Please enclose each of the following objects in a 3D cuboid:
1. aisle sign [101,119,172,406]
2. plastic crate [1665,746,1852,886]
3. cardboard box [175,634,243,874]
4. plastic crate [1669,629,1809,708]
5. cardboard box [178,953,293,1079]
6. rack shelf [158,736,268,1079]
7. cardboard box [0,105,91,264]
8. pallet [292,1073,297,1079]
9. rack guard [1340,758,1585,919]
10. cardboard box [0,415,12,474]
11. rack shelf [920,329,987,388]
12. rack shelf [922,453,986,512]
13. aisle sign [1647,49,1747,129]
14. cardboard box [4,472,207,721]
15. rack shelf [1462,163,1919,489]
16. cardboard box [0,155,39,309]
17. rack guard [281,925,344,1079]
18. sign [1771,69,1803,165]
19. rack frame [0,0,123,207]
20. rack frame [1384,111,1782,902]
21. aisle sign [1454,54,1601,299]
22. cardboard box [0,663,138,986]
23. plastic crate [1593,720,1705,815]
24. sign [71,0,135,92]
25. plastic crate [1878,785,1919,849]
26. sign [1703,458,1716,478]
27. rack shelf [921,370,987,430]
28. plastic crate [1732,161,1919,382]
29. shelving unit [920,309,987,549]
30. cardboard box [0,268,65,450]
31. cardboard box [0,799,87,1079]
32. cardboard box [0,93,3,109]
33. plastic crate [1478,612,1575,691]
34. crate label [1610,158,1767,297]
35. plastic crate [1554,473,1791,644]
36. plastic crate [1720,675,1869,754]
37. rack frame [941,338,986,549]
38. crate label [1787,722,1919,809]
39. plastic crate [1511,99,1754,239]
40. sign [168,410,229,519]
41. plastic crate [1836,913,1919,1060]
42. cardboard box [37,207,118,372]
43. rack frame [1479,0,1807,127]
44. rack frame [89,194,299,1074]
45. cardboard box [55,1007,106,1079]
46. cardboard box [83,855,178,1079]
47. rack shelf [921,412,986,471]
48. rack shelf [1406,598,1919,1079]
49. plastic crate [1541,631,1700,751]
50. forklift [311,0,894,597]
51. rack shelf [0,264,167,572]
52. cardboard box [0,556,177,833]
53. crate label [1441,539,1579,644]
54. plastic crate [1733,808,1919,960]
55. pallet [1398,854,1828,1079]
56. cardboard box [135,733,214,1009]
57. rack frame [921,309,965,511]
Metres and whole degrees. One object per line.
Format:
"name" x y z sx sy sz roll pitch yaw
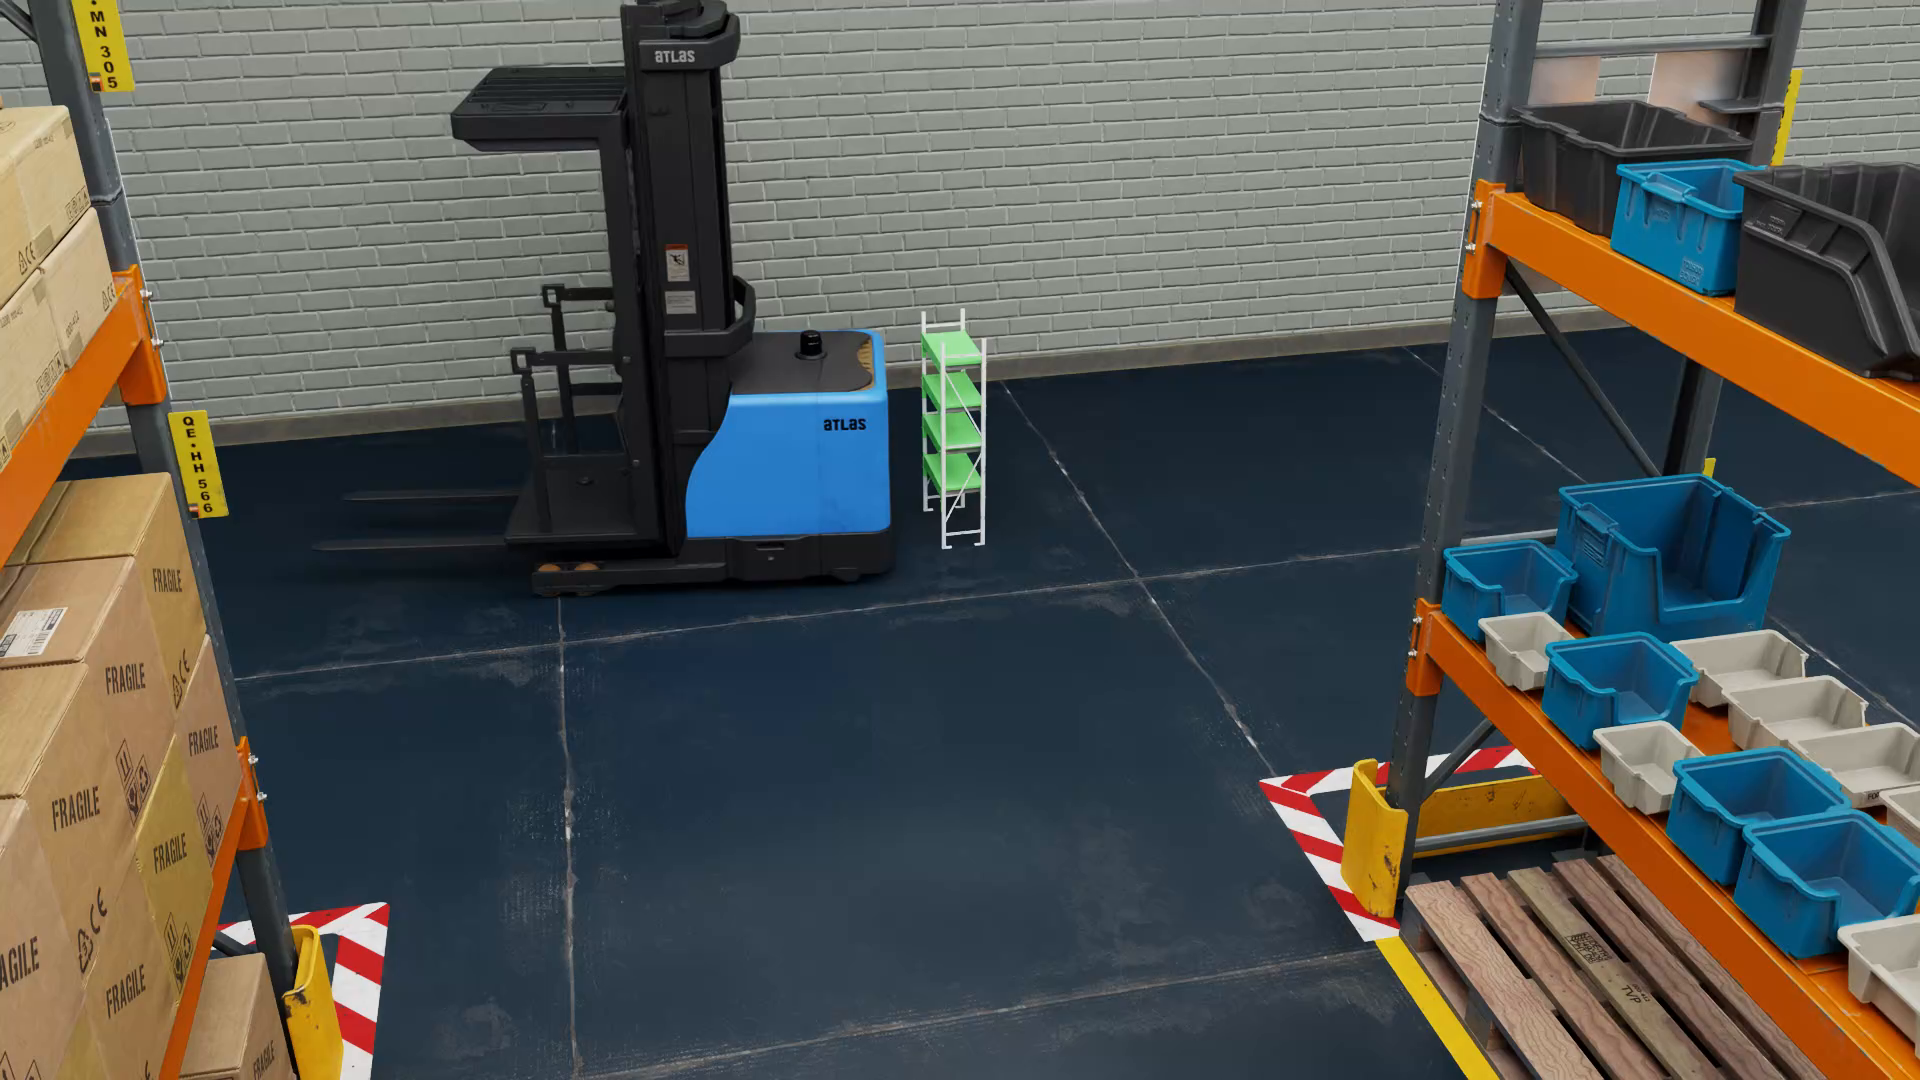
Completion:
"aisle sign" -2.416 -0.727 4.477 0.394 0.787 0.004 -6 27 -12
"plastic crate" 2.159 0.761 4.533 0.416 0.233 0.300 -6 27 -12
"cardboard box" -2.333 0.619 4.585 0.500 0.500 0.500 -5 27 -10
"plastic crate" 2.488 0.423 5.308 0.396 0.136 0.243 -6 27 -12
"cardboard box" -2.337 1.627 4.983 0.500 0.500 0.500 -6 27 -12
"rack shelf" -2.248 1.693 3.365 1.077 0.370 4.000 -6 27 -12
"cardboard box" -2.335 -0.801 3.792 0.500 0.250 0.500 -6 27 -12
"pallet" -2.501 2.122 4.811 1.003 0.211 1.213 -6 27 -12
"rack guard" 2.110 1.100 6.517 1.175 0.500 0.348 -6 27 -12
"cardboard box" -2.099 -0.140 3.037 0.500 0.250 0.500 -6 27 -12
"rack shelf" -0.037 -0.980 8.936 0.258 0.148 0.480 -6 27 -12
"rack shelf" -0.037 -0.337 9.261 0.258 0.148 0.480 -6 27 -12
"aisle sign" 2.397 -1.229 5.471 0.394 0.787 0.004 -6 27 -12
"cardboard box" -2.331 0.171 4.362 0.500 0.500 0.500 -6 27 -12
"rack shelf" 2.578 -0.147 3.682 1.077 0.370 4.000 -6 27 -12
"cardboard box" -2.222 -0.582 3.357 0.500 0.250 0.500 -6 27 -12
"rack guard" -2.682 1.643 5.439 1.175 0.500 0.348 -6 27 -12
"sign" 2.660 -1.363 5.408 0.100 0.325 0.005 -6 27 -12
"rack frame" -2.699 -2.184 3.590 1.000 3.000 0.127 -6 27 -12
"rack frame" 2.128 -0.007 5.935 1.000 3.000 0.127 -6 27 -12
"aisle sign" 1.822 -1.169 5.352 0.394 0.787 0.004 -6 27 -12
"cardboard box" -2.095 0.619 3.473 0.500 0.500 0.500 -5 27 -10
"plastic crate" 2.007 0.673 4.815 0.250 0.136 0.298 -6 27 -12
"sign" -2.154 -1.288 4.161 0.100 0.325 0.005 -6 27 -12
"plastic crate" 2.710 0.800 4.562 0.298 0.136 0.250 -6 27 -12
"sign" 2.660 -0.143 6.023 0.100 0.325 0.005 -6 27 -12
"rack shelf" -0.037 -0.766 9.044 0.258 0.148 0.480 -6 27 -12
"plastic crate" 2.204 -0.620 3.889 0.504 0.338 0.767 -6 27 -12
"shelving unit" -0.037 -0.608 9.124 0.258 1.200 0.503 -6 27 -12
"cardboard box" -2.224 -0.359 3.469 0.500 0.250 0.500 -6 27 -12
"cardboard box" -1.979 0.845 3.026 0.500 0.500 0.500 -5 27 -10
"cardboard box" -2.567 -1.112 3.575 0.700 0.500 0.500 -6 27 -12
"plastic crate" 1.854 0.375 5.405 0.250 0.136 0.298 -6 27 -12
"crate label" 2.021 -0.842 4.425 0.408 0.251 0.502 -6 27 -12
"plastic crate" 2.385 0.078 5.660 0.616 0.435 0.499 -6 27 -12
"plastic crate" 2.539 0.552 5.053 0.396 0.136 0.243 -6 27 -12
"rack frame" 0.018 -0.501 8.911 0.240 1.200 0.015 -6 27 -12
"crate label" 2.626 0.672 4.816 0.396 0.136 0.243 -6 27 -12
"plastic crate" 1.943 -1.091 4.898 0.497 0.269 0.590 -6 27 -12
"sign" -2.154 -0.211 4.704 0.100 0.325 0.005 -6 27 -12
"plastic crate" 2.344 1.106 3.956 0.293 0.136 0.466 -6 27 -12
"cardboard box" -2.326 -0.579 3.906 0.500 0.250 0.500 -6 27 -12
"rack frame" 2.128 -2.685 4.583 1.000 3.000 0.127 -6 27 -12
"rack frame" -2.699 0.494 4.942 1.000 3.000 0.127 -6 27 -12
"cardboard box" -1.992 1.287 3.261 0.500 0.500 0.500 -6 27 -12
"cardboard box" -2.106 1.066 3.699 0.500 0.500 0.500 -6 27 -11
"rack shelf" -0.037 -0.551 9.152 0.258 0.148 0.480 -6 27 -12
"rack shelf" 2.578 1.192 4.358 1.077 0.370 4.000 -6 27 -12
"plastic crate" 2.011 0.472 5.106 0.416 0.233 0.300 -6 27 -12
"forklift" -1.894 -1.259 8.491 3.031 2.935 1.130 -2 27 -4
"rack shelf" -2.248 0.354 2.689 1.077 0.370 4.000 -6 27 -12
"cardboard box" -2.216 0.392 3.923 0.500 0.500 0.500 -5 27 -10
"crate label" 1.863 0.183 5.678 0.416 0.233 0.303 -6 27 -12
"plastic crate" 2.227 0.892 4.272 0.416 0.233 0.300 -6 27 -12
"pallet" 2.276 1.604 5.838 1.003 0.211 1.213 -6 27 -12
"cardboard box" -2.213 0.846 4.134 0.500 0.500 0.500 -6 27 -11
"rack frame" -0.092 -0.715 9.336 0.240 1.200 0.015 -6 27 -12
